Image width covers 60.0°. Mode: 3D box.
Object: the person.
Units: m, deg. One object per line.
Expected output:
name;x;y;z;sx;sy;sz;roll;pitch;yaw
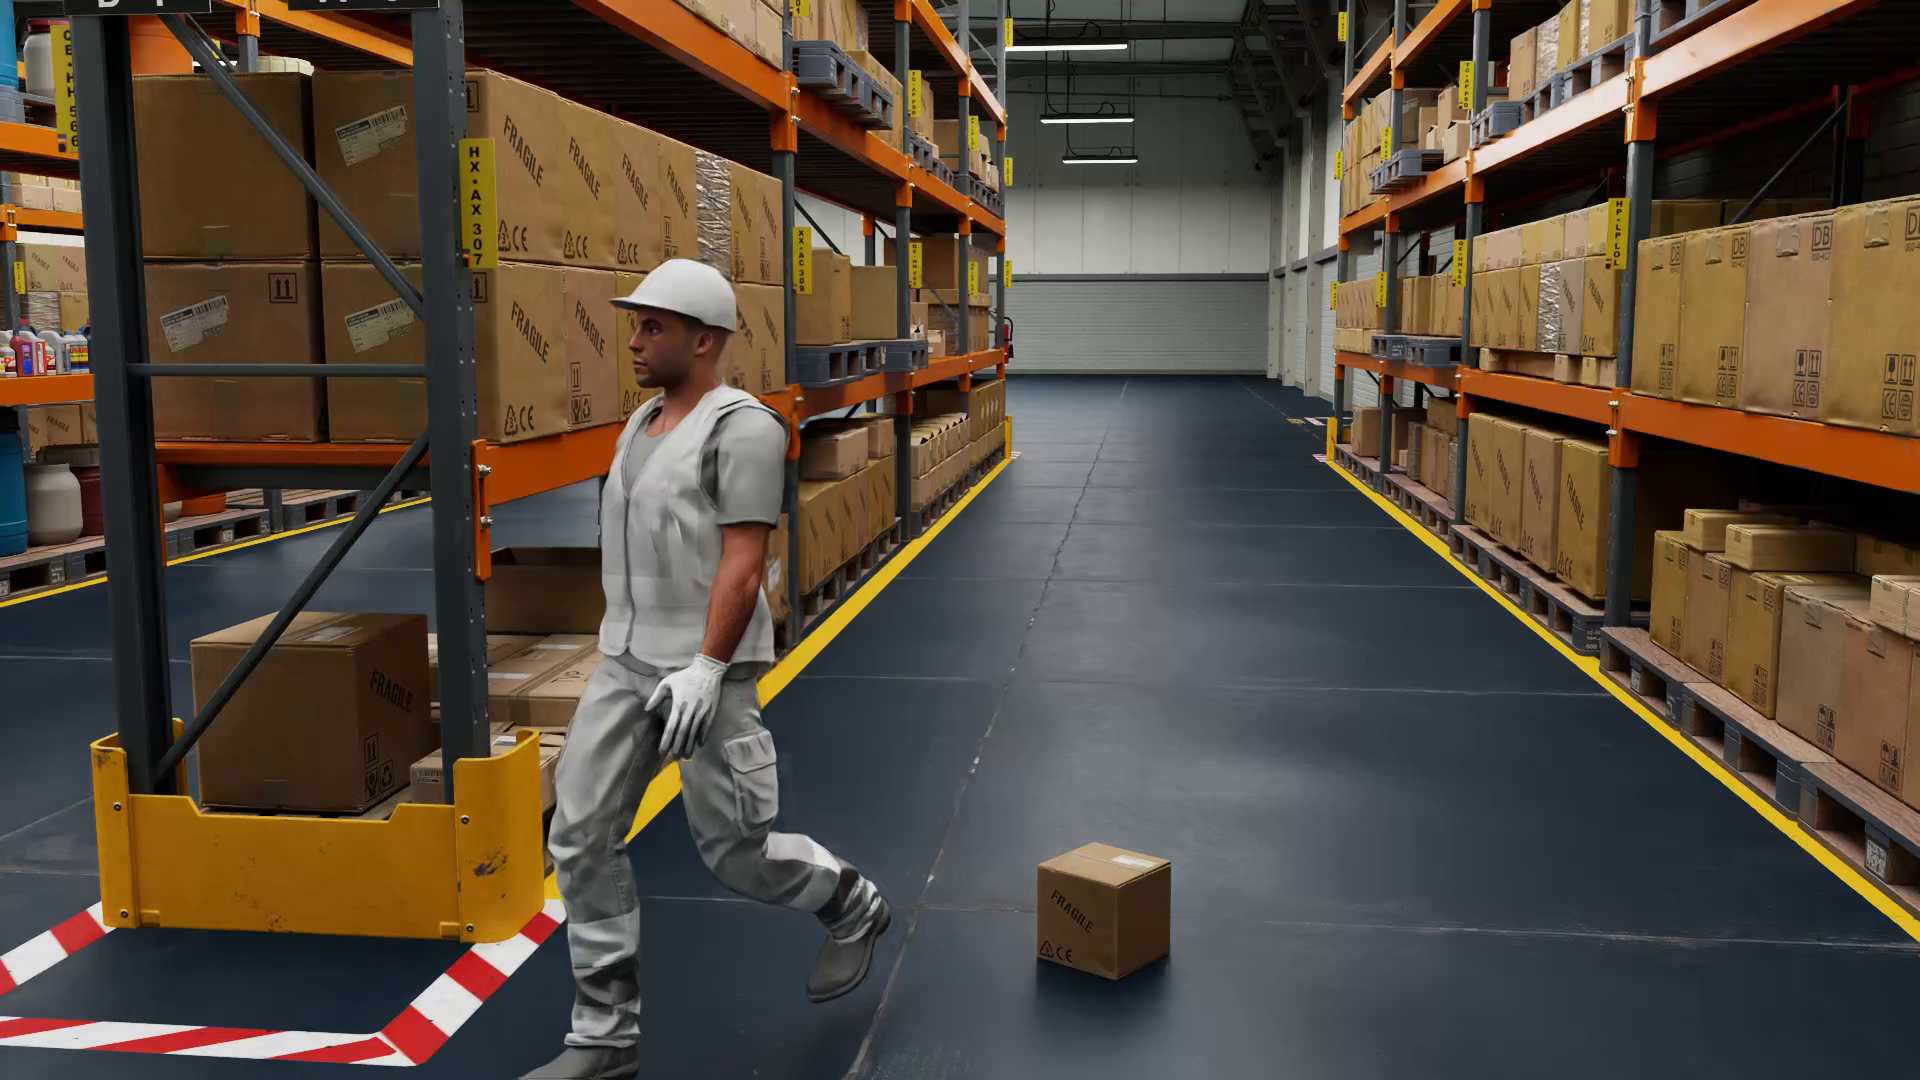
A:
person;-0.598;0.269;3.622;0.528;1.742;0.929;6;10;40
